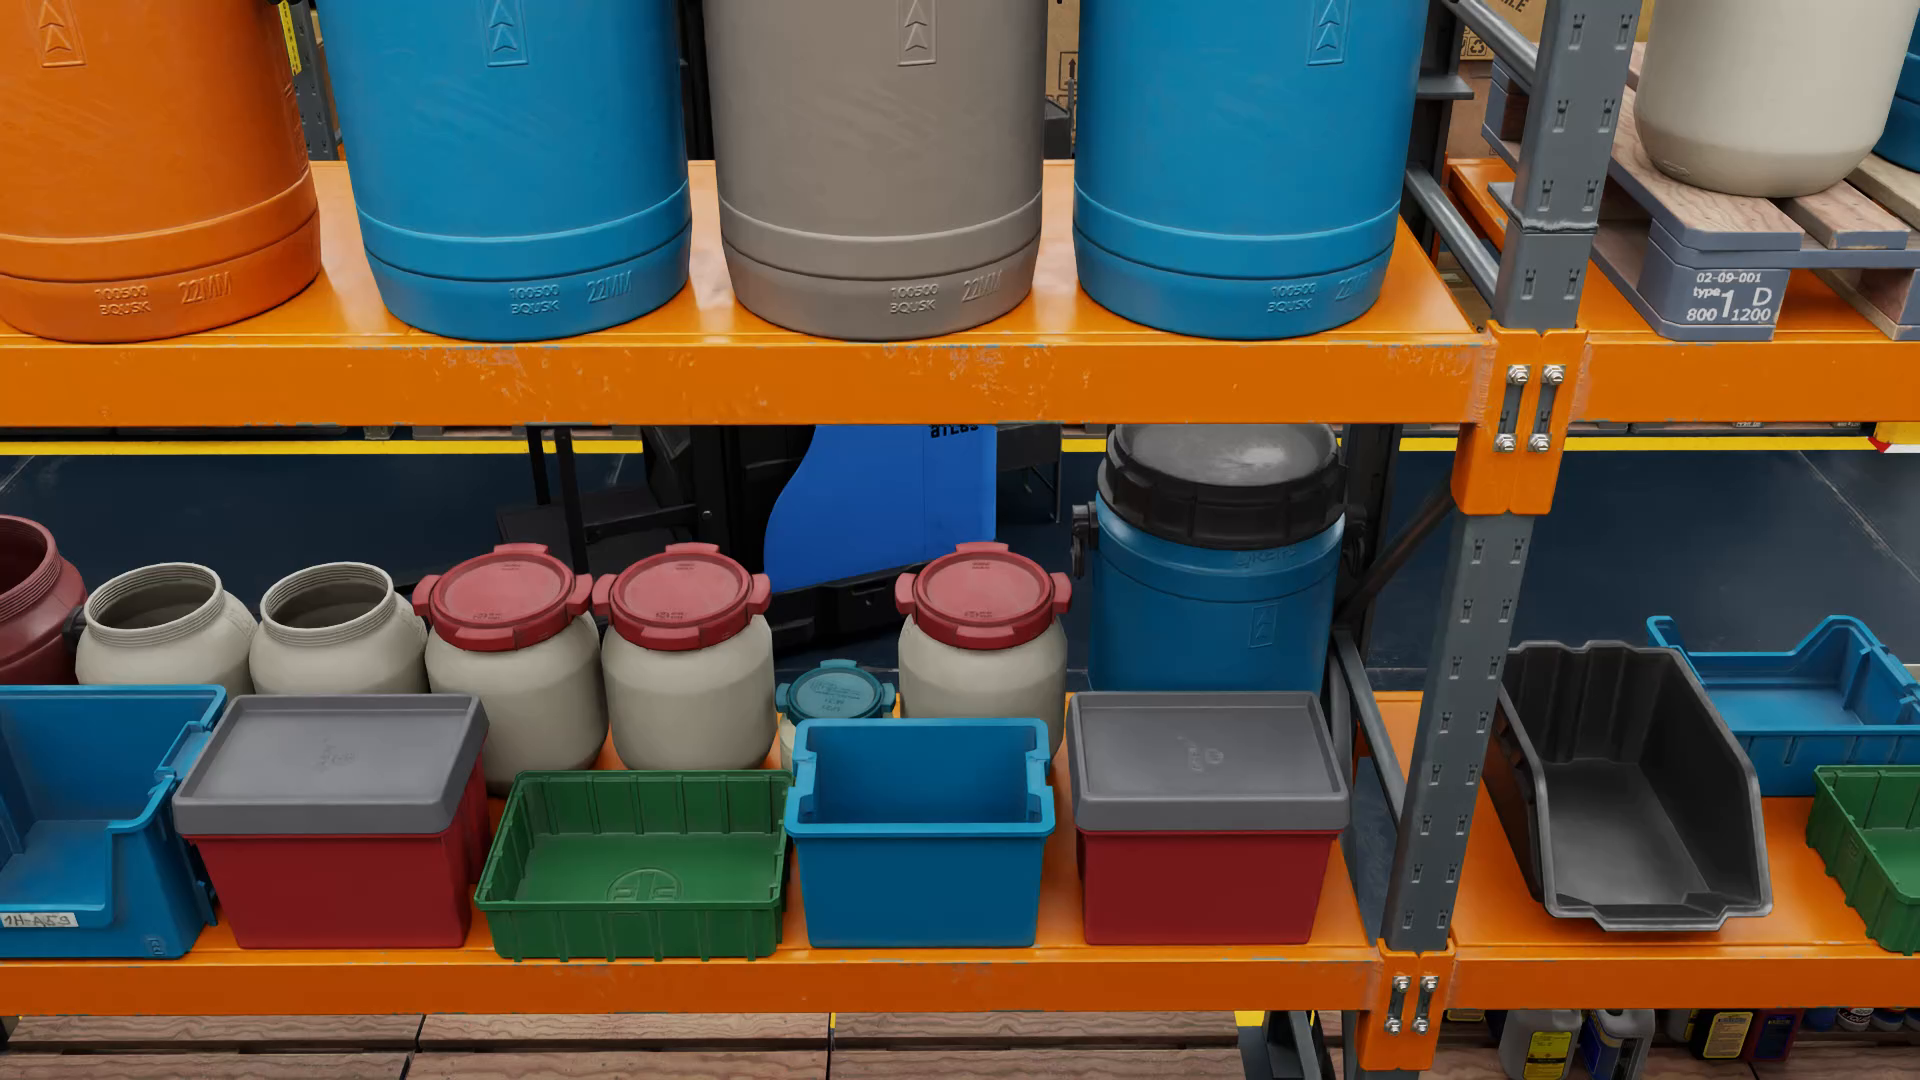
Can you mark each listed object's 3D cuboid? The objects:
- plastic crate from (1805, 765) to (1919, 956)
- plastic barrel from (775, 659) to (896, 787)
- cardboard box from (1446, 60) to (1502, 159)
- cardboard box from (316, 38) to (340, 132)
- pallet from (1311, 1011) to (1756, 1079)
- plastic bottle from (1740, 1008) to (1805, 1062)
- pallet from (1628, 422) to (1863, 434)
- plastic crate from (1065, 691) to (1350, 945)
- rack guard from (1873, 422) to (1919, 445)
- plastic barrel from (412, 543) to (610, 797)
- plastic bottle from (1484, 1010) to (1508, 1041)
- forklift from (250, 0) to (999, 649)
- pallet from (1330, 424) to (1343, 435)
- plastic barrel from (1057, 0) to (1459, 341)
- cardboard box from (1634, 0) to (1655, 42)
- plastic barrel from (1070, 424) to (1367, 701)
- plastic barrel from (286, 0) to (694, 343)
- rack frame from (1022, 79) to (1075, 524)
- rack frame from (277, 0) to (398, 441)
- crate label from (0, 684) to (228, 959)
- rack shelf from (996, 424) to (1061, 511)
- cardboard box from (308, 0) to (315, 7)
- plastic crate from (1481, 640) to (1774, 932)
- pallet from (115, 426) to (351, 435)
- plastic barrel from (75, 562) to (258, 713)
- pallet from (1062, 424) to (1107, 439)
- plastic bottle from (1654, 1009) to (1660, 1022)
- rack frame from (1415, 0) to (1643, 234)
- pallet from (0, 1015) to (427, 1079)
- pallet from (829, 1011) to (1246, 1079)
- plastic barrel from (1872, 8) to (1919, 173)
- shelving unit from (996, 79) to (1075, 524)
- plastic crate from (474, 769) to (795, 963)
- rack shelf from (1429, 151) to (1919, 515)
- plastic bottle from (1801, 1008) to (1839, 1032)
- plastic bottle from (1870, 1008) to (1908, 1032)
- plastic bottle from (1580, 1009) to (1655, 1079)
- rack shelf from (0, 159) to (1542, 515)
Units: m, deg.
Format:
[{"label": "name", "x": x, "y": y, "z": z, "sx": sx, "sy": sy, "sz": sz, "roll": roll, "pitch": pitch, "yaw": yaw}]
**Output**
[{"label": "plastic crate", "x": 2.374, "y": 0.737, "z": 3.848, "sx": 0.662, "sy": 0.188, "sz": 0.450, "roll": 0, "pitch": 31, "yaw": 0}, {"label": "plastic barrel", "x": -0.309, "y": 0.488, "z": 4.188, "sx": 0.301, "sy": 0.262, "sz": 0.301, "roll": 0, "pitch": 31, "yaw": 0}, {"label": "cardboard box", "x": 2.435, "y": -2.241, "z": 8.169, "sx": 0.500, "sy": 0.500, "sz": 0.875, "roll": 0, "pitch": 31, "yaw": 0}, {"label": "cardboard box", "x": -3.502, "y": -2.235, "z": 8.445, "sx": 0.500, "sy": 0.500, "sz": 0.500, "roll": 1, "pitch": 31, "yaw": 1}, {"label": "pallet", "x": 1.687, "y": 1.716, "z": 4.719, "sx": 1.213, "sy": 0.211, "sz": 1.003, "roll": 0, "pitch": 31, "yaw": 0}, {"label": "plastic bottle", "x": 2.336, "y": 1.381, "z": 4.777, "sx": 0.133, "sy": 0.283, "sz": 0.061, "roll": 0, "pitch": 31, "yaw": 0}, {"label": "pallet", "x": 4.097, "y": -0.901, "z": 9.032, "sx": 1.213, "sy": 0.211, "sz": 1.003, "roll": 0, "pitch": 31, "yaw": 0}, {"label": "plastic crate", "x": 0.533, "y": 0.637, "z": 3.747, "sx": 0.583, "sy": 0.464, "sz": 0.402, "roll": 0, "pitch": 31, "yaw": 0}, {"label": "rack guard", "x": 4.909, "y": -1.009, "z": 8.931, "sx": 0.348, "sy": 0.500, "sz": 1.175, "roll": 0, "pitch": 31, "yaw": 0}, {"label": "plastic barrel", "x": -1.109, "y": 0.339, "z": 4.169, "sx": 0.433, "sy": 0.535, "sz": 0.433, "roll": 0, "pitch": 31, "yaw": 0}, {"label": "plastic bottle", "x": 1.658, "y": 1.297, "z": 4.850, "sx": 0.185, "sy": 0.351, "sz": 0.144, "roll": -1, "pitch": 31, "yaw": -2}, {"label": "forklift", "x": -1.402, "y": -0.921, "z": 6.442, "sx": 3.031, "sy": 2.935, "sz": 1.130, "roll": -12, "pitch": 33, "yaw": -19}, {"label": "pallet", "x": 1.657, "y": -0.893, "z": 9.019, "sx": 1.213, "sy": 0.211, "sz": 1.003, "roll": 0, "pitch": 31, "yaw": 0}, {"label": "plastic barrel", "x": 0.508, "y": -0.879, "z": 2.931, "sx": 0.708, "sy": 0.901, "sz": 0.600, "roll": 0, "pitch": 31, "yaw": 0}, {"label": "cardboard box", "x": 2.937, "y": -2.543, "z": 7.703, "sx": 0.500, "sy": 0.500, "sz": 0.500, "roll": 0, "pitch": 31, "yaw": 0}, {"label": "plastic barrel", "x": 0.627, "y": 0.134, "z": 4.154, "sx": 0.708, "sy": 0.901, "sz": 0.600, "roll": 0, "pitch": 31, "yaw": 0}, {"label": "plastic barrel", "x": -0.800, "y": -0.874, "z": 2.924, "sx": 0.708, "sy": 0.901, "sz": 0.600, "roll": 0, "pitch": 31, "yaw": 0}, {"label": "rack frame", "x": 0.388, "y": -1.071, "z": 7.490, "sx": 0.015, "sy": 2.100, "sz": 0.400, "roll": -12, "pitch": 33, "yaw": -19}, {"label": "rack frame", "x": -3.015, "y": -2.053, "z": 8.241, "sx": 0.127, "sy": 3.000, "sz": 1.000, "roll": 0, "pitch": 31, "yaw": 0}, {"label": "crate label", "x": -1.990, "y": 0.639, "z": 3.772, "sx": 0.616, "sy": 0.435, "sz": 0.502, "roll": 0, "pitch": 31, "yaw": 0}, {"label": "rack shelf", "x": 0.162, "y": -0.413, "z": 7.782, "sx": 0.480, "sy": 0.518, "sz": 0.431, "roll": -12, "pitch": 33, "yaw": -19}, {"label": "cardboard box", "x": -5.160, "y": -3.912, "z": 12.588, "sx": 0.500, "sy": 0.250, "sz": 0.500, "roll": 1, "pitch": 31, "yaw": 2}, {"label": "plastic crate", "x": 1.540, "y": 0.595, "z": 3.938, "sx": 0.504, "sy": 0.338, "sz": 0.767, "roll": 0, "pitch": 31, "yaw": 0}, {"label": "pallet", "x": -3.803, "y": -0.897, "z": 9.025, "sx": 1.213, "sy": 0.211, "sz": 1.003, "roll": 0, "pitch": 31, "yaw": 0}, {"label": "plastic barrel", "x": -1.957, "y": 0.355, "z": 4.166, "sx": 0.421, "sy": 0.512, "sz": 0.421, "roll": 0, "pitch": 31, "yaw": 0}, {"label": "pallet", "x": 0.207, "y": -0.870, "z": 8.980, "sx": 1.213, "sy": 0.211, "sz": 1.003, "roll": 0, "pitch": 31, "yaw": 0}, {"label": "plastic bottle", "x": 2.012, "y": 1.303, "z": 4.905, "sx": 0.133, "sy": 0.283, "sz": 0.061, "roll": 2, "pitch": 31, "yaw": 3}, {"label": "rack frame", "x": 1.015, "y": -2.061, "z": 2.471, "sx": 0.127, "sy": 3.000, "sz": 1.000, "roll": 0, "pitch": 31, "yaw": 0}, {"label": "pallet", "x": -2.210, "y": 1.726, "z": 4.701, "sx": 1.213, "sy": 0.211, "sz": 1.003, "roll": 0, "pitch": 31, "yaw": 0}, {"label": "pallet", "x": 0.230, "y": 1.719, "z": 4.714, "sx": 1.213, "sy": 0.211, "sz": 1.003, "roll": 0, "pitch": 31, "yaw": 0}, {"label": "plastic barrel", "x": 2.011, "y": -1.120, "z": 2.924, "sx": 0.708, "sy": 0.901, "sz": 0.600, "roll": 0, "pitch": 31, "yaw": 0}, {"label": "shelving unit", "x": 0.162, "y": -1.023, "z": 7.412, "sx": 0.503, "sy": 2.100, "sz": 0.431, "roll": -12, "pitch": 33, "yaw": -19}, {"label": "plastic crate", "x": -0.725, "y": 0.747, "z": 3.832, "sx": 0.662, "sy": 0.188, "sz": 0.450, "roll": 0, "pitch": 31, "yaw": 0}, {"label": "rack shelf", "x": 3.015, "y": -0.477, "z": 3.446, "sx": 4.000, "sy": 0.370, "sz": 1.077, "roll": 0, "pitch": 31, "yaw": 0}, {"label": "plastic bottle", "x": 2.555, "y": 1.316, "z": 4.895, "sx": 0.097, "sy": 0.271, "sz": 0.097, "roll": 0, "pitch": 31, "yaw": 0}, {"label": "plastic bottle", "x": 2.757, "y": 1.315, "z": 4.897, "sx": 0.097, "sy": 0.271, "sz": 0.097, "roll": 0, "pitch": 31, "yaw": 0}, {"label": "plastic bottle", "x": 1.875, "y": 1.405, "z": 4.744, "sx": 0.135, "sy": 0.276, "sz": 0.152, "roll": 0, "pitch": 31, "yaw": 0}, {"label": "rack shelf", "x": -0.985, "y": -0.465, "z": 3.426, "sx": 4.000, "sy": 0.370, "sz": 1.077, "roll": 0, "pitch": 31, "yaw": 0}]
